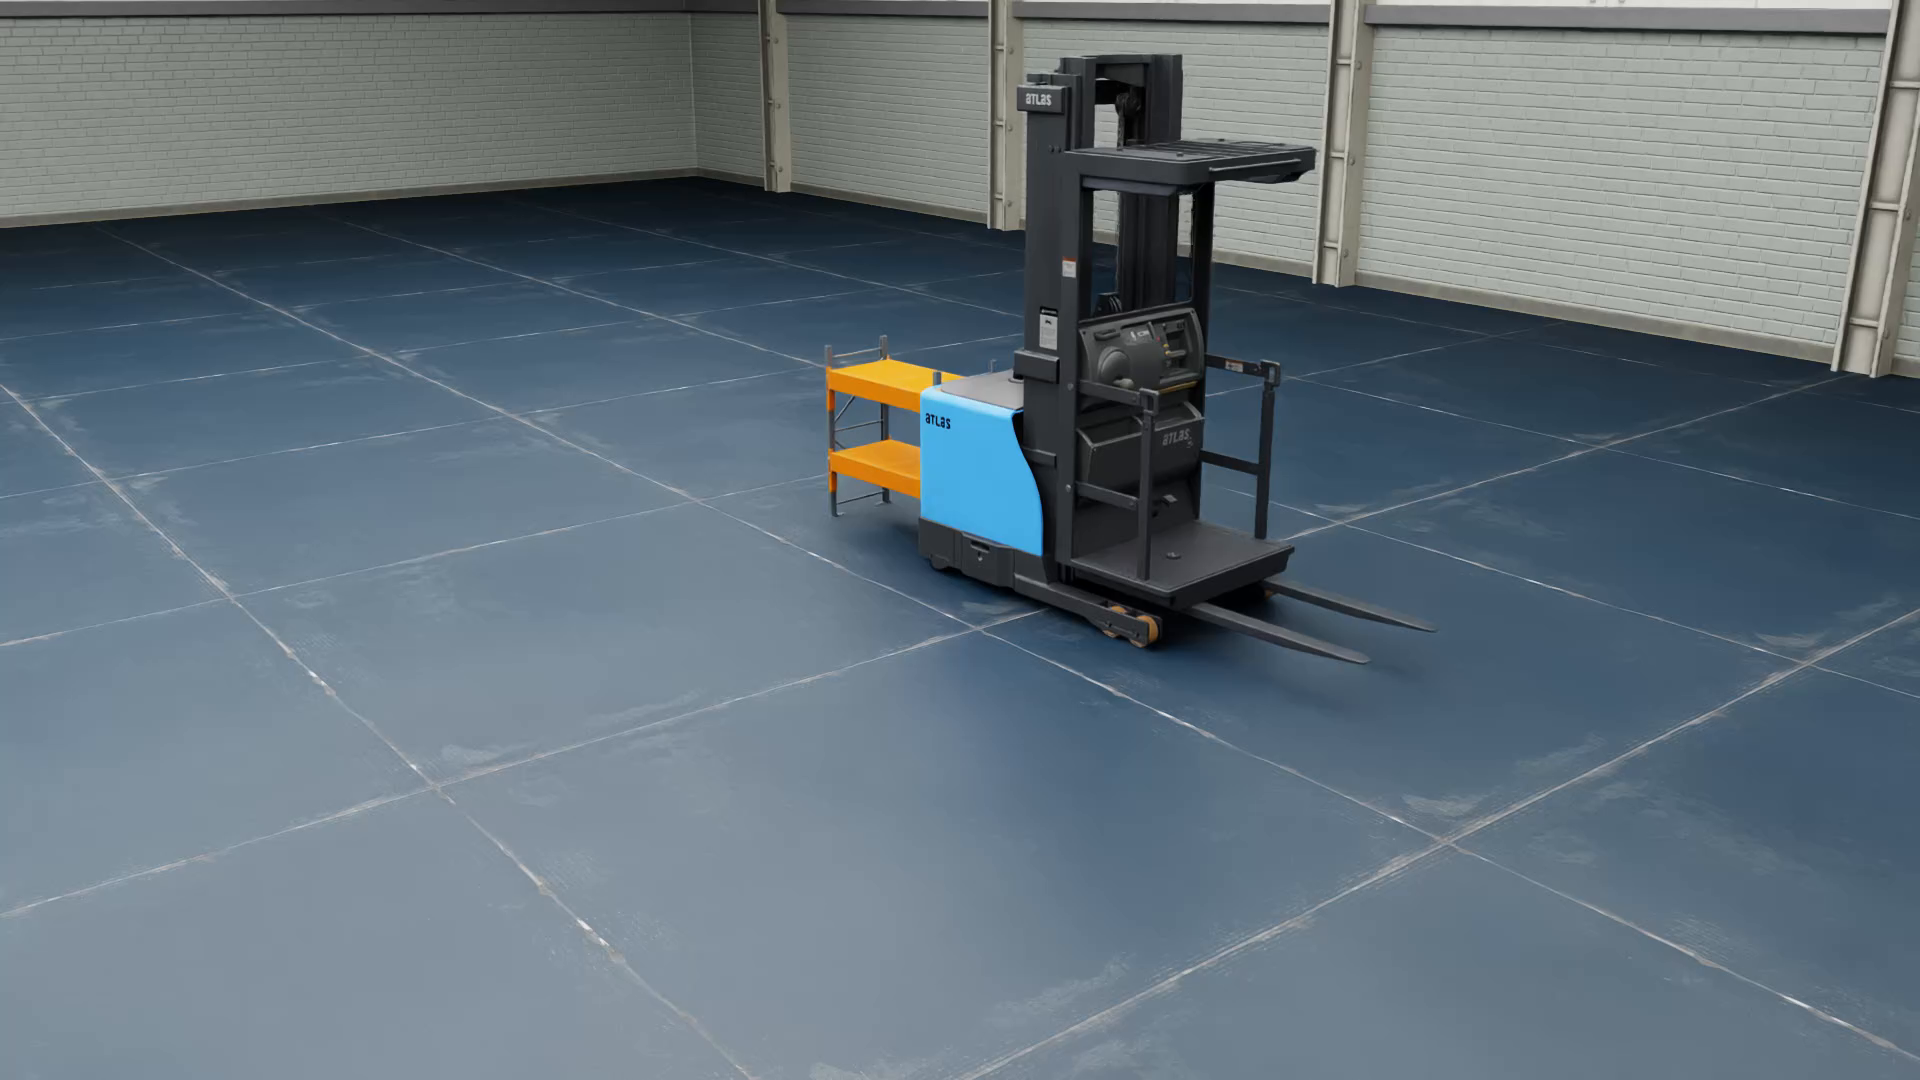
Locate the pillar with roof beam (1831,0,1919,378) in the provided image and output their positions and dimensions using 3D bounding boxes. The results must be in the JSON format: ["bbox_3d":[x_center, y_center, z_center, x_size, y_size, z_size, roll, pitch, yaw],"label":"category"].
[{"bbox_3d":[4.707,-4.941,10.969,9.100,9.000,0.400,-14,23,-36],"label":"pillar with roof beam"}]

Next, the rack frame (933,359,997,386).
[{"bbox_3d":[0.033,-0.505,10.099,0.500,1.125,0.032,-16,24,-40],"label":"rack frame"}]

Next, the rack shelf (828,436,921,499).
[{"bbox_3d":[-0.315,-0.390,10.528,0.538,0.278,1.000,-16,24,-40],"label":"rack shelf"}]

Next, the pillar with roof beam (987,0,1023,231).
[{"bbox_3d":[-2.743,-7.898,19.899,9.100,9.000,0.400,-14,23,-36],"label":"pillar with roof beam"}]

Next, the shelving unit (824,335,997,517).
[{"bbox_3d":[-0.315,-0.622,10.451,0.538,1.125,1.048,-16,24,-40],"label":"shelving unit"}]

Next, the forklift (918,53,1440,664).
[{"bbox_3d":[1.125,-1.013,8.760,1.130,2.935,3.031,-16,24,-40],"label":"forklift"}]

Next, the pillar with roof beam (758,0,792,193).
[{"bbox_3d":[-6.469,-9.377,24.364,9.100,9.000,0.400,-14,23,-36],"label":"pillar with roof beam"}]

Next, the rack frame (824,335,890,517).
[{"bbox_3d":[-0.662,-0.739,10.803,0.500,1.125,0.032,-16,24,-40],"label":"rack frame"}]

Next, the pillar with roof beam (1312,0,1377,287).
[{"bbox_3d":[0.982,-6.420,15.434,9.100,9.000,0.400,-14,23,-36],"label":"pillar with roof beam"}]

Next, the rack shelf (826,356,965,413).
[{"bbox_3d":[-0.315,-0.900,10.359,0.538,0.278,1.000,-16,24,-40],"label":"rack shelf"}]
